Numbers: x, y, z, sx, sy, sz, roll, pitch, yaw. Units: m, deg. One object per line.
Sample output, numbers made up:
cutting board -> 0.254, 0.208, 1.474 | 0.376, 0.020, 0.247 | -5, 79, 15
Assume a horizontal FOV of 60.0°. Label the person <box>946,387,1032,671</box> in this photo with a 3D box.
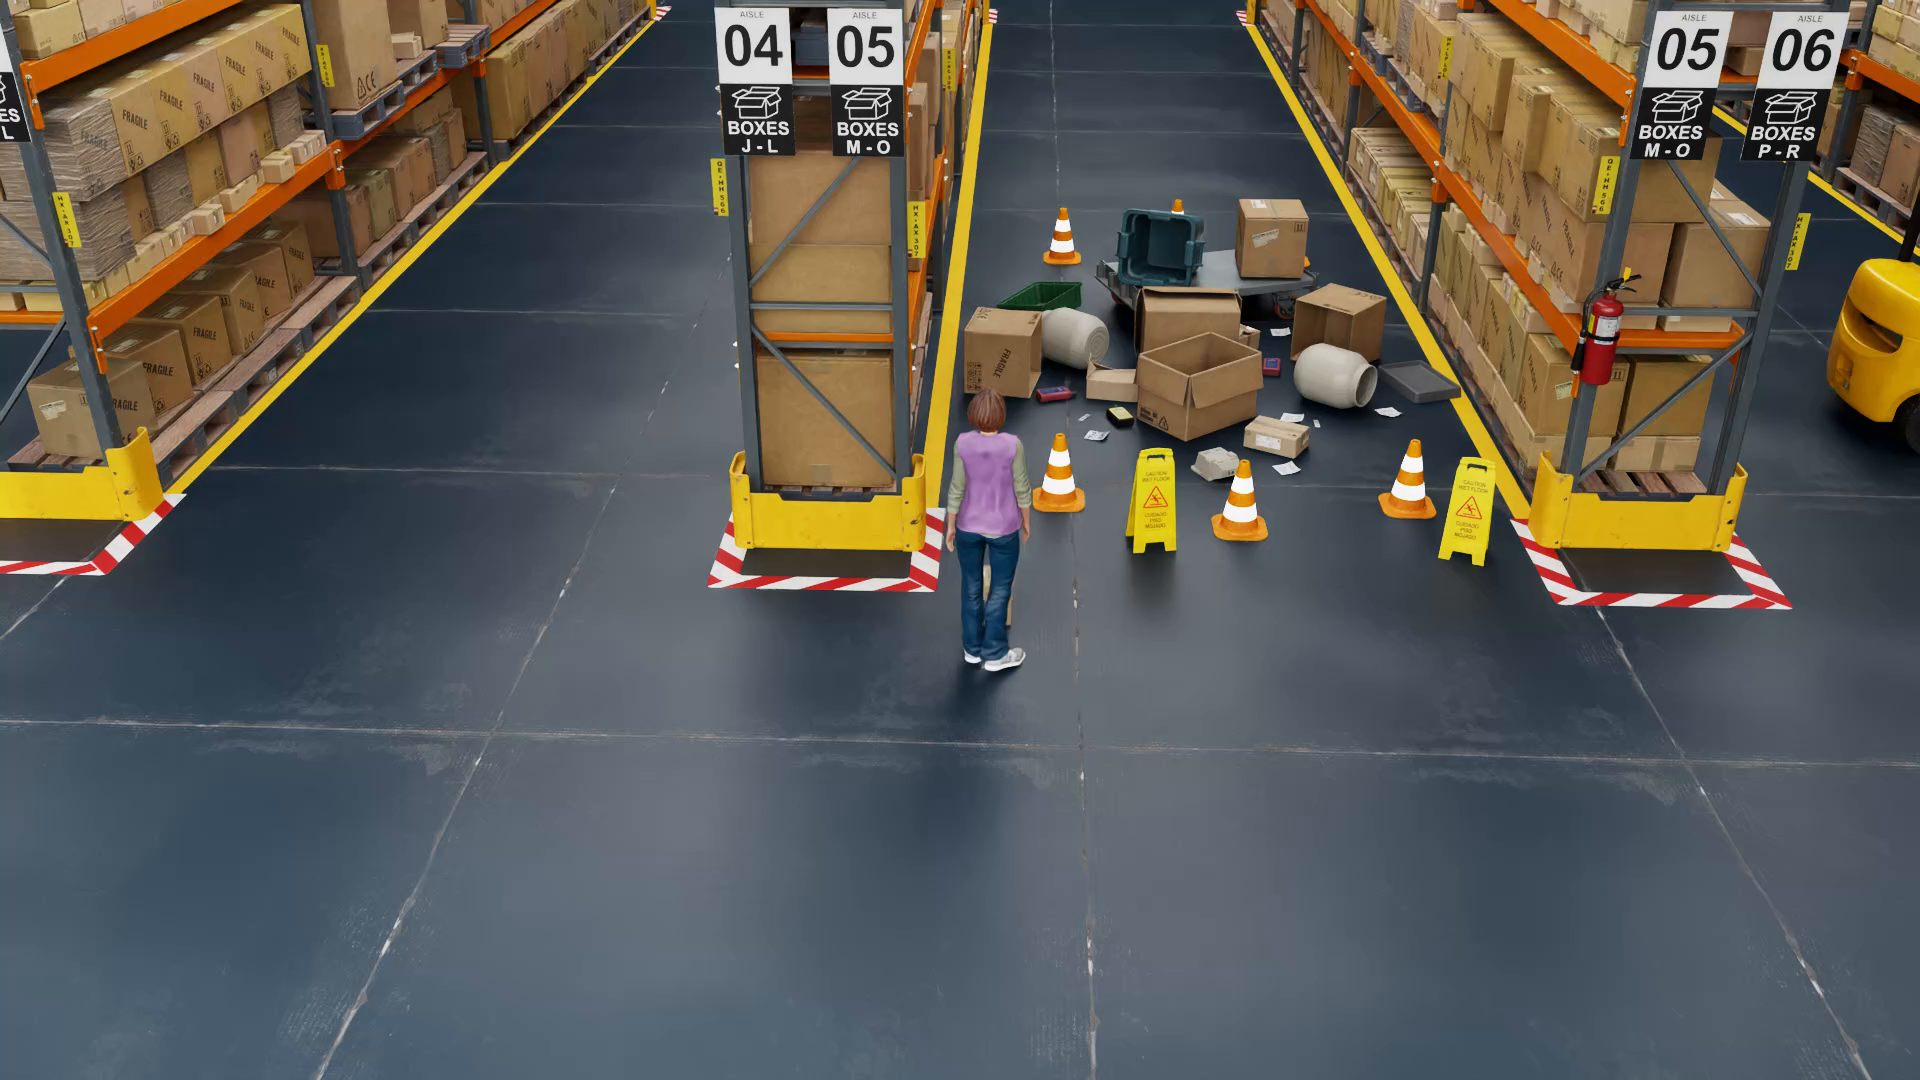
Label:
person -> 0.150, -0.058, 8.701 | 0.439, 1.599, 0.348 | 5, 29, 8
